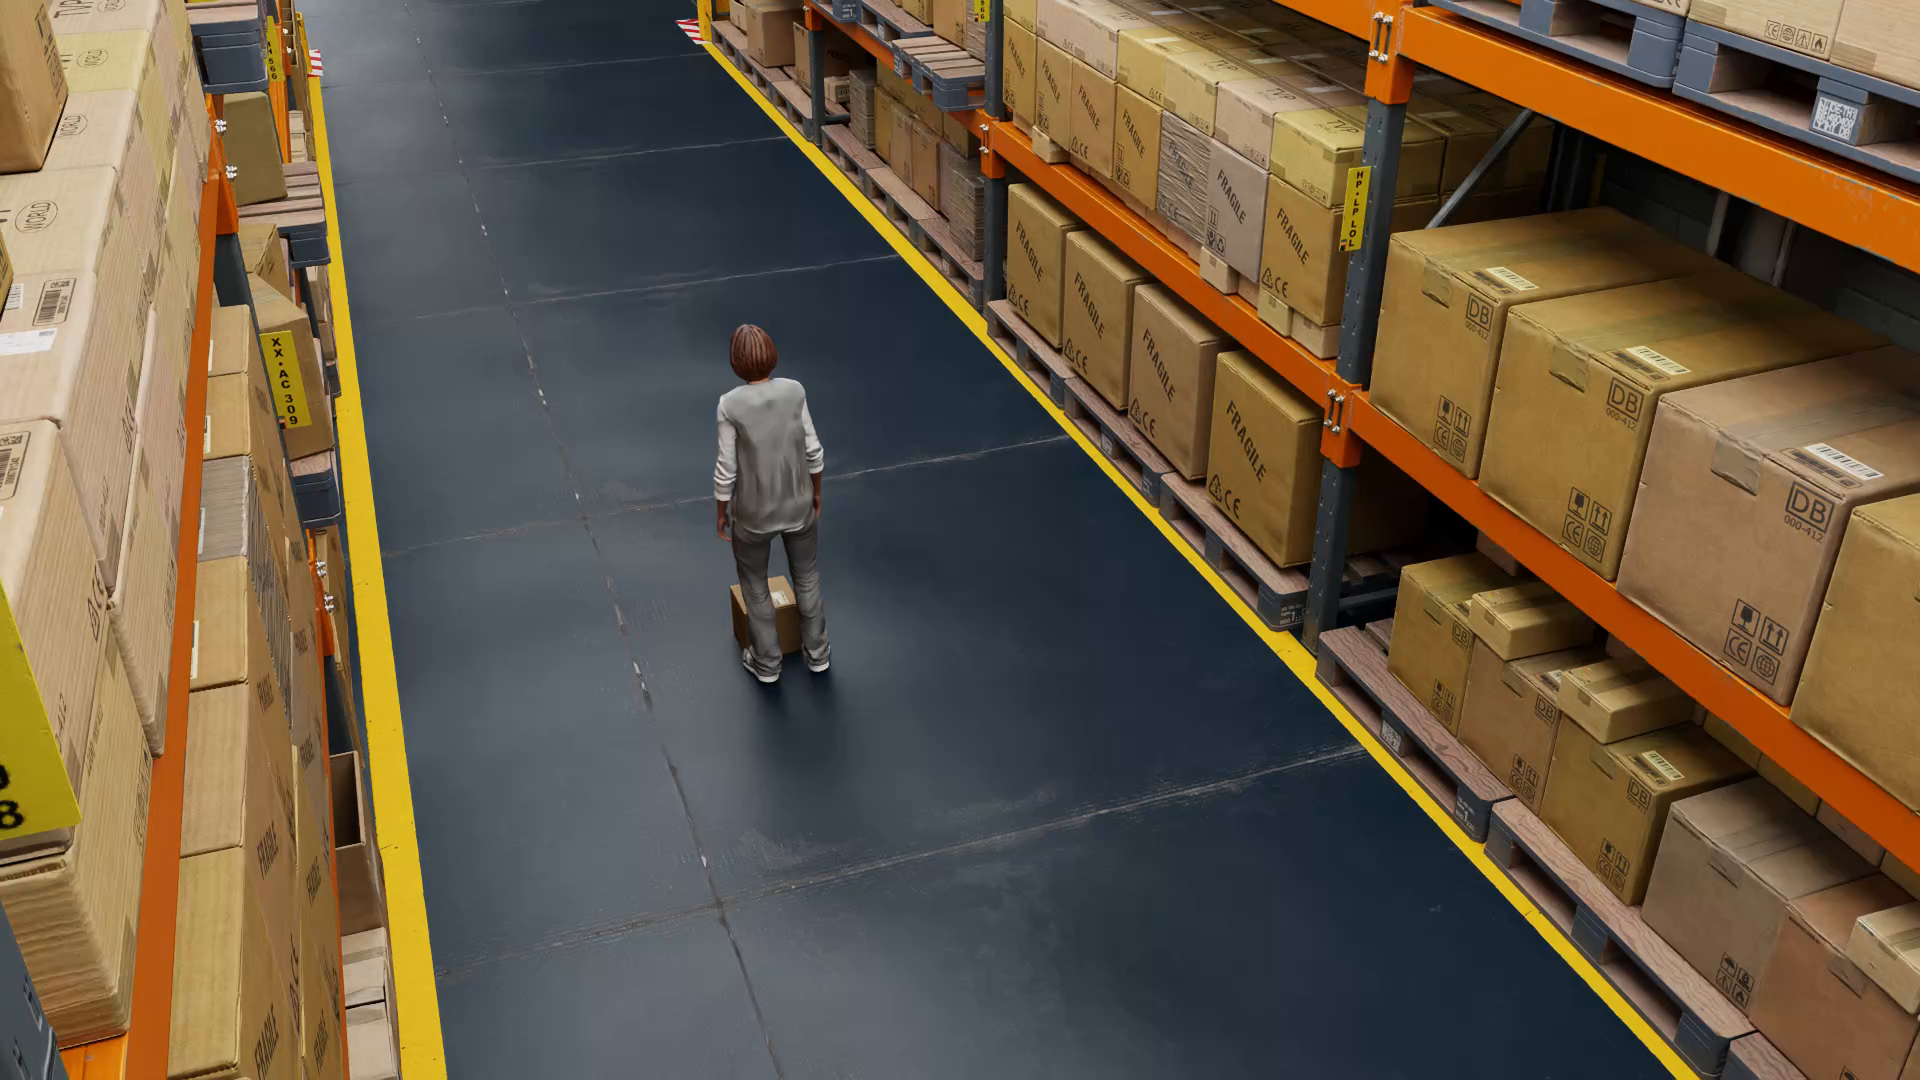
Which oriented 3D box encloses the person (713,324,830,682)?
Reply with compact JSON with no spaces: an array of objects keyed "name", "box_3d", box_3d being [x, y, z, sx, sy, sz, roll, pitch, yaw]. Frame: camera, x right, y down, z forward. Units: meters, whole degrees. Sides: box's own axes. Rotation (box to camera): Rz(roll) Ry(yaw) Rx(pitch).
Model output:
[{"name":"person","box_3d":[-0.773,-0.123,6.851,0.485,1.593,0.343,-12,32,-20]}]
